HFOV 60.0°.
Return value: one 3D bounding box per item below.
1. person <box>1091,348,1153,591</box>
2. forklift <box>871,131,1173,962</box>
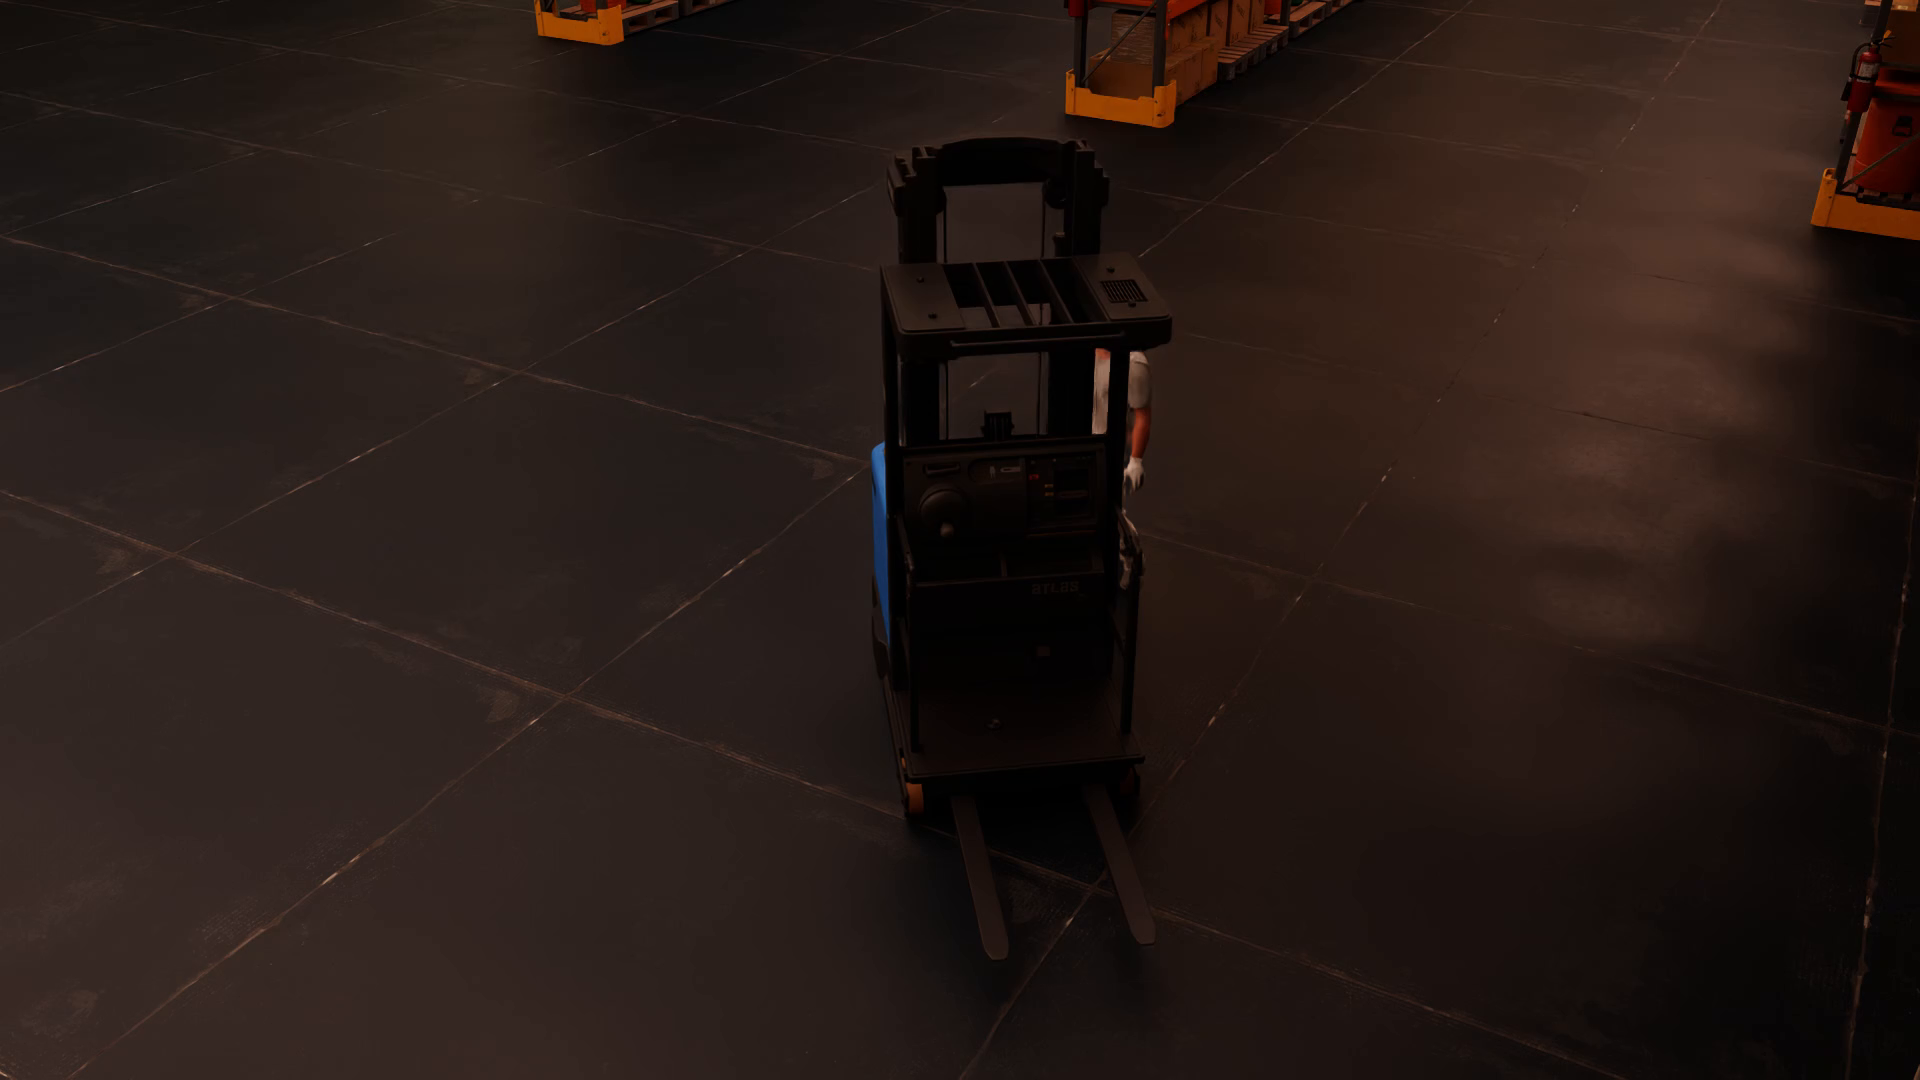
[{"bbox_3d":[0.845,-0.637,9.412,0.484,1.697,0.911,-11,32,-19],"label":"person"},{"bbox_3d":[0.241,-0.168,7.362,1.130,2.935,3.031,-4,30,-7],"label":"forklift"}]
